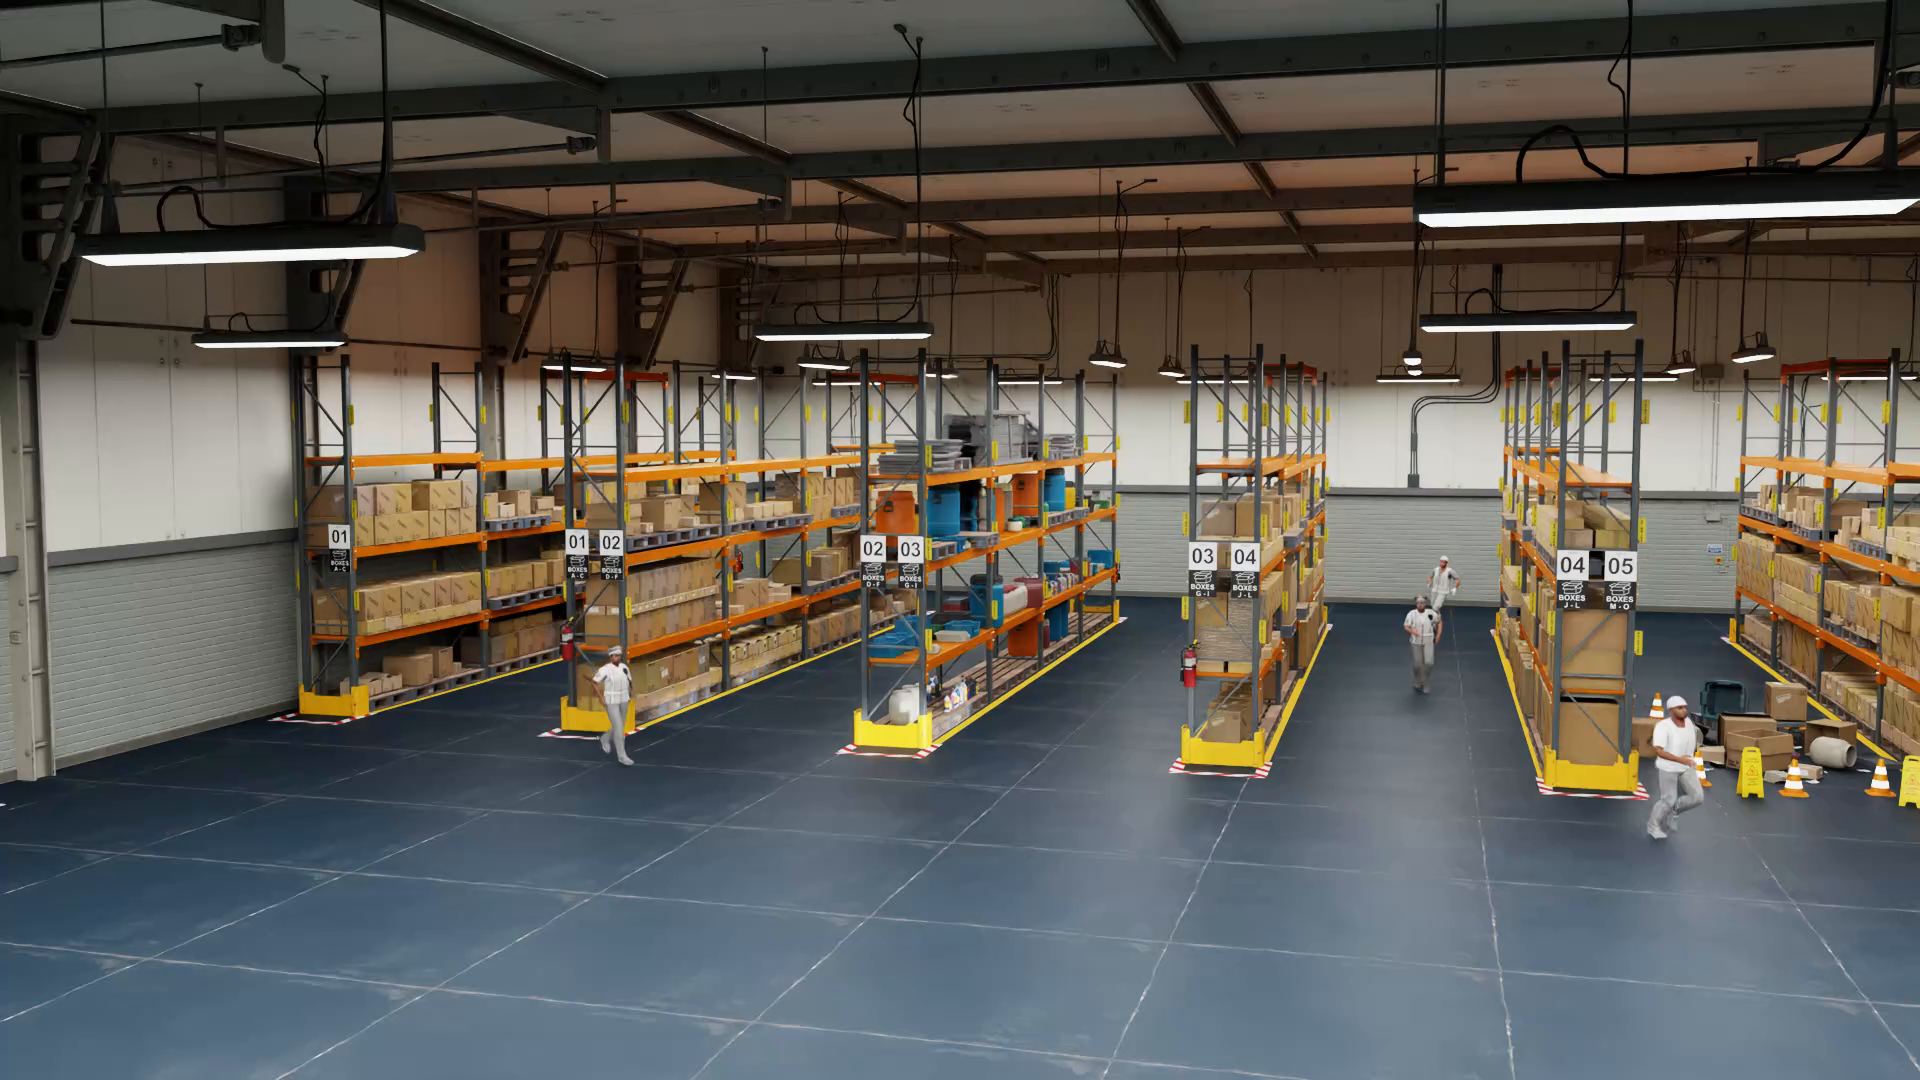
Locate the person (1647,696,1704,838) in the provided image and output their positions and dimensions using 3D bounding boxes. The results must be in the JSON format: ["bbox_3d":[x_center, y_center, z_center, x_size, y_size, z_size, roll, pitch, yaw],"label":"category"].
[{"bbox_3d":[8.425,2.672,19.488,0.726,1.715,0.743,-2,5,-20],"label":"person"}]

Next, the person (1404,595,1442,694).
[{"bbox_3d":[8.380,1.888,30.121,0.671,1.809,0.737,1,4,15],"label":"person"}]

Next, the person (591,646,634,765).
[{"bbox_3d":[-4.987,2.352,24.004,0.905,1.687,0.598,4,6,44],"label":"person"}]

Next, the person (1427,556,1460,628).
[{"bbox_3d":[11.021,1.255,38.197,0.842,1.803,0.713,-4,6,-42],"label":"person"}]
